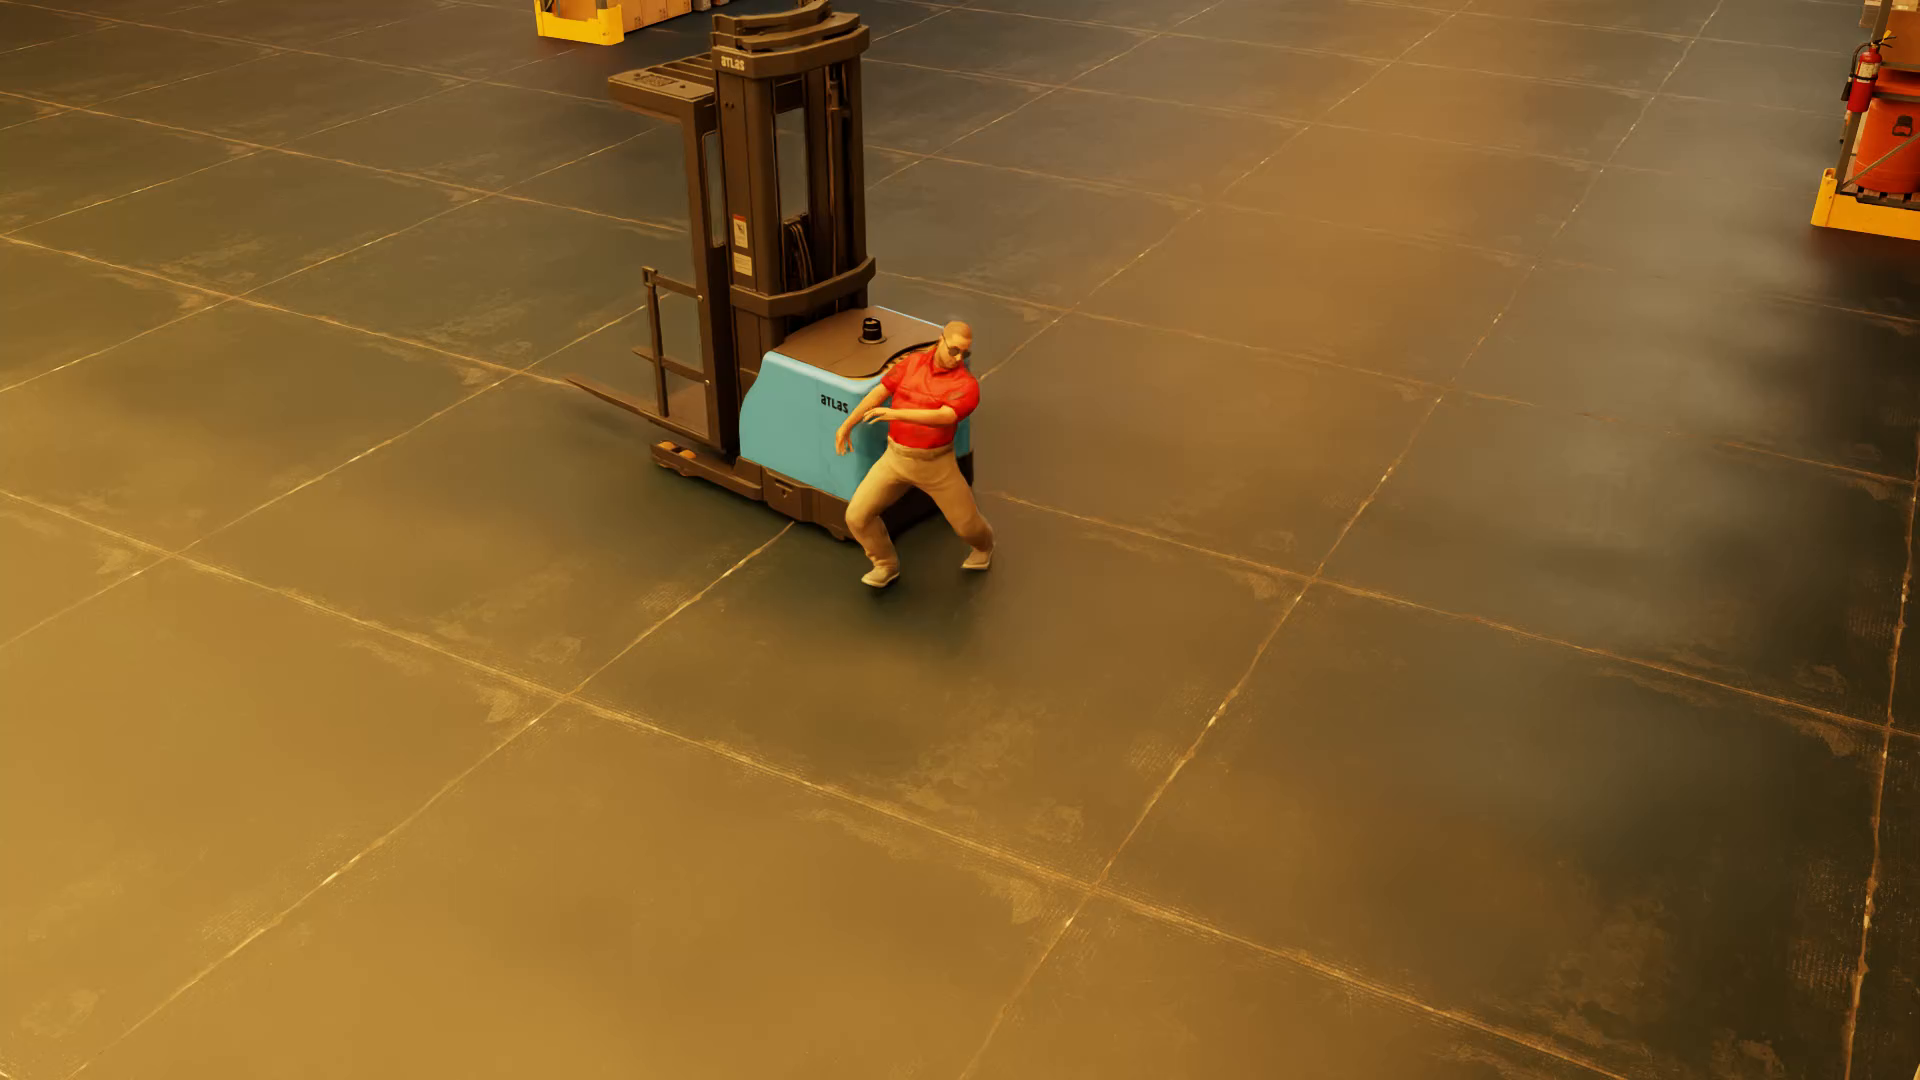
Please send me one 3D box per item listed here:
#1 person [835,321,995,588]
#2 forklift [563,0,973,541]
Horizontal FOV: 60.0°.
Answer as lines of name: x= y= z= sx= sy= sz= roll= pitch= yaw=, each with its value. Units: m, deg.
person: x=-0.287 y=-0.446 z=9.199 sx=0.869 sy=1.554 sz=0.862 roll=10 pitch=31 yaw=17
forklift: x=-1.377 y=-1.859 z=10.291 sx=3.031 sy=2.935 sz=1.130 roll=23 pitch=37 yaw=34
